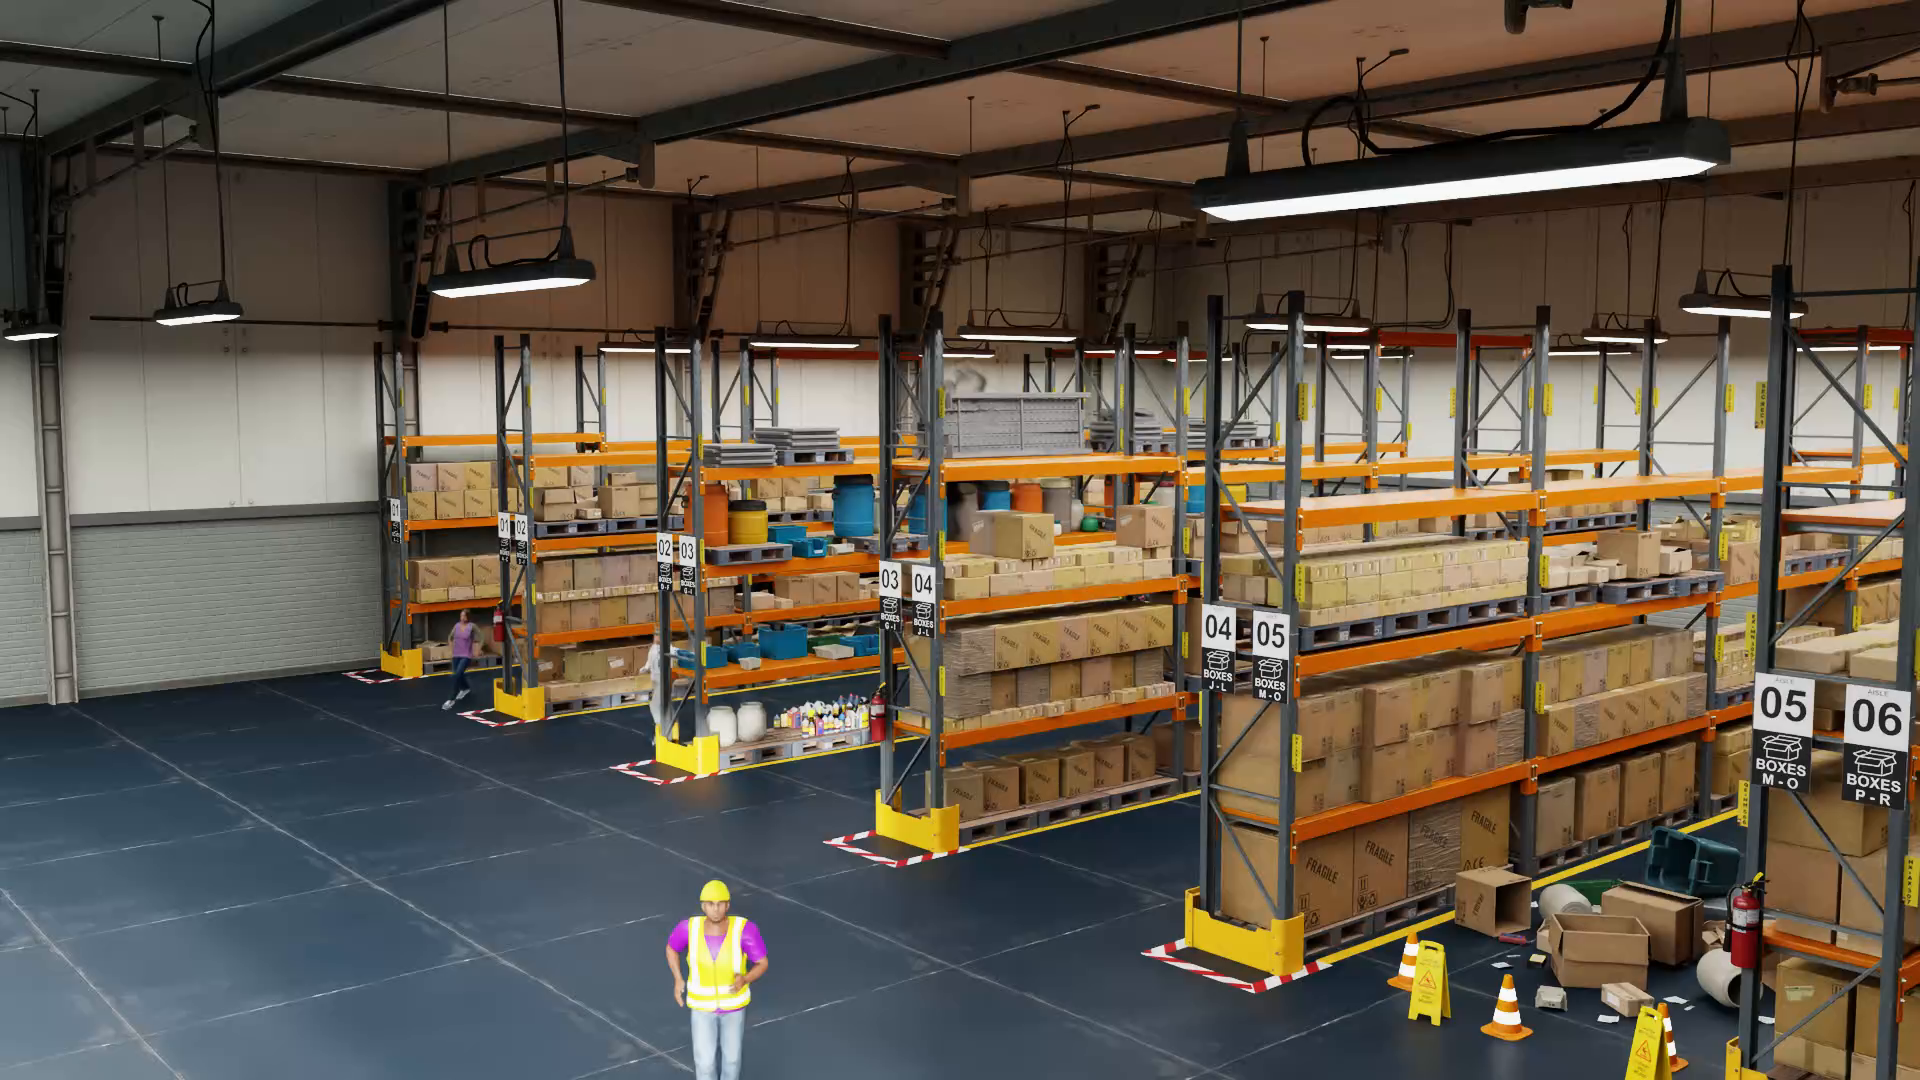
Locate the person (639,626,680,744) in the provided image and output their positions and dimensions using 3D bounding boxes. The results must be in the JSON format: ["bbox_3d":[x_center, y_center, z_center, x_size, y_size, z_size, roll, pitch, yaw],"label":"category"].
[{"bbox_3d":[-4.327,2.115,24.414,0.626,1.757,0.640,-5,7,-44],"label":"person"}]

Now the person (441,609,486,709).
[{"bbox_3d":[-8.086,1.906,27.052,0.611,1.586,0.842,2,5,18],"label":"person"}]

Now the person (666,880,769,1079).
[{"bbox_3d":[-1.669,3.220,11.460,0.701,1.792,0.849,-1,5,-9],"label":"person"}]
